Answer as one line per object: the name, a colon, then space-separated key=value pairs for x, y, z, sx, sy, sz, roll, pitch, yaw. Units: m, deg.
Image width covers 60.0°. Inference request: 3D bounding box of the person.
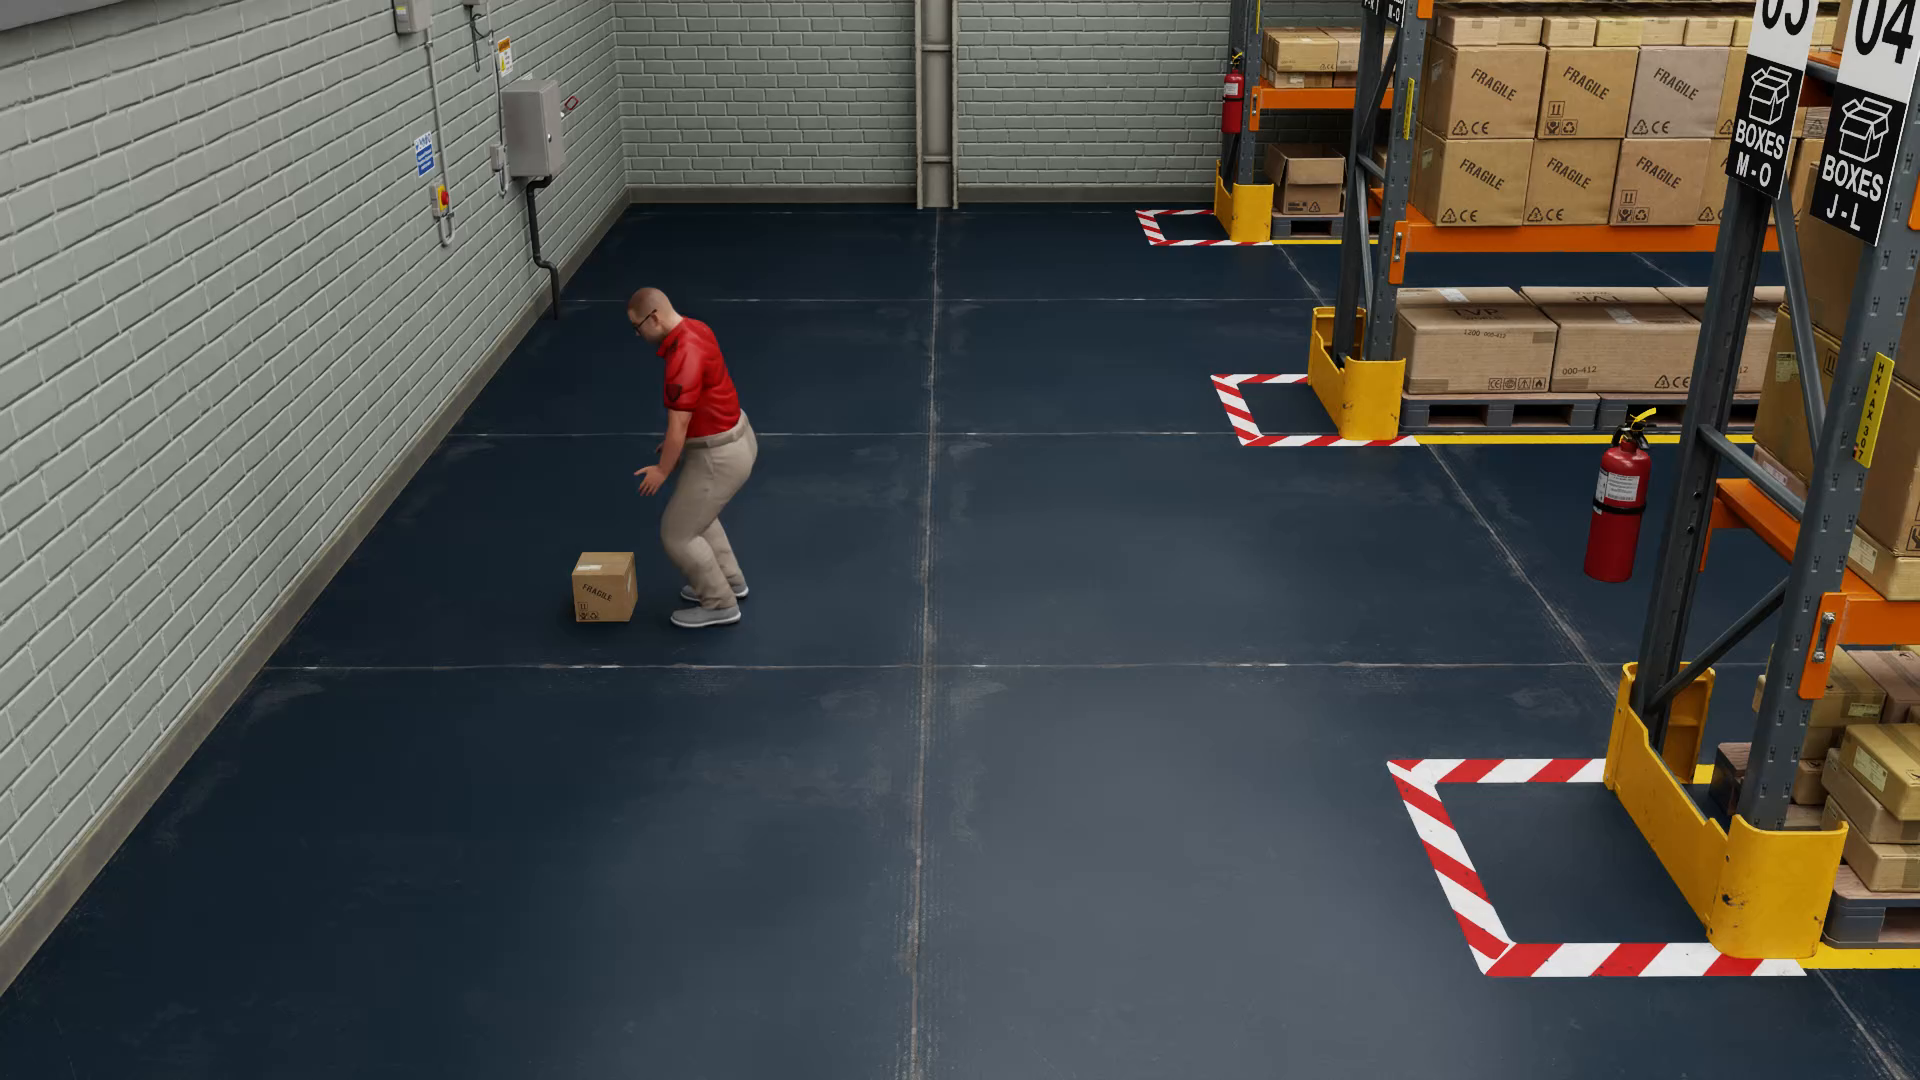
person: x=-1.260 y=-0.442 z=7.633 sx=0.558 sy=1.724 sz=0.488 roll=-1 pitch=24 yaw=-1
